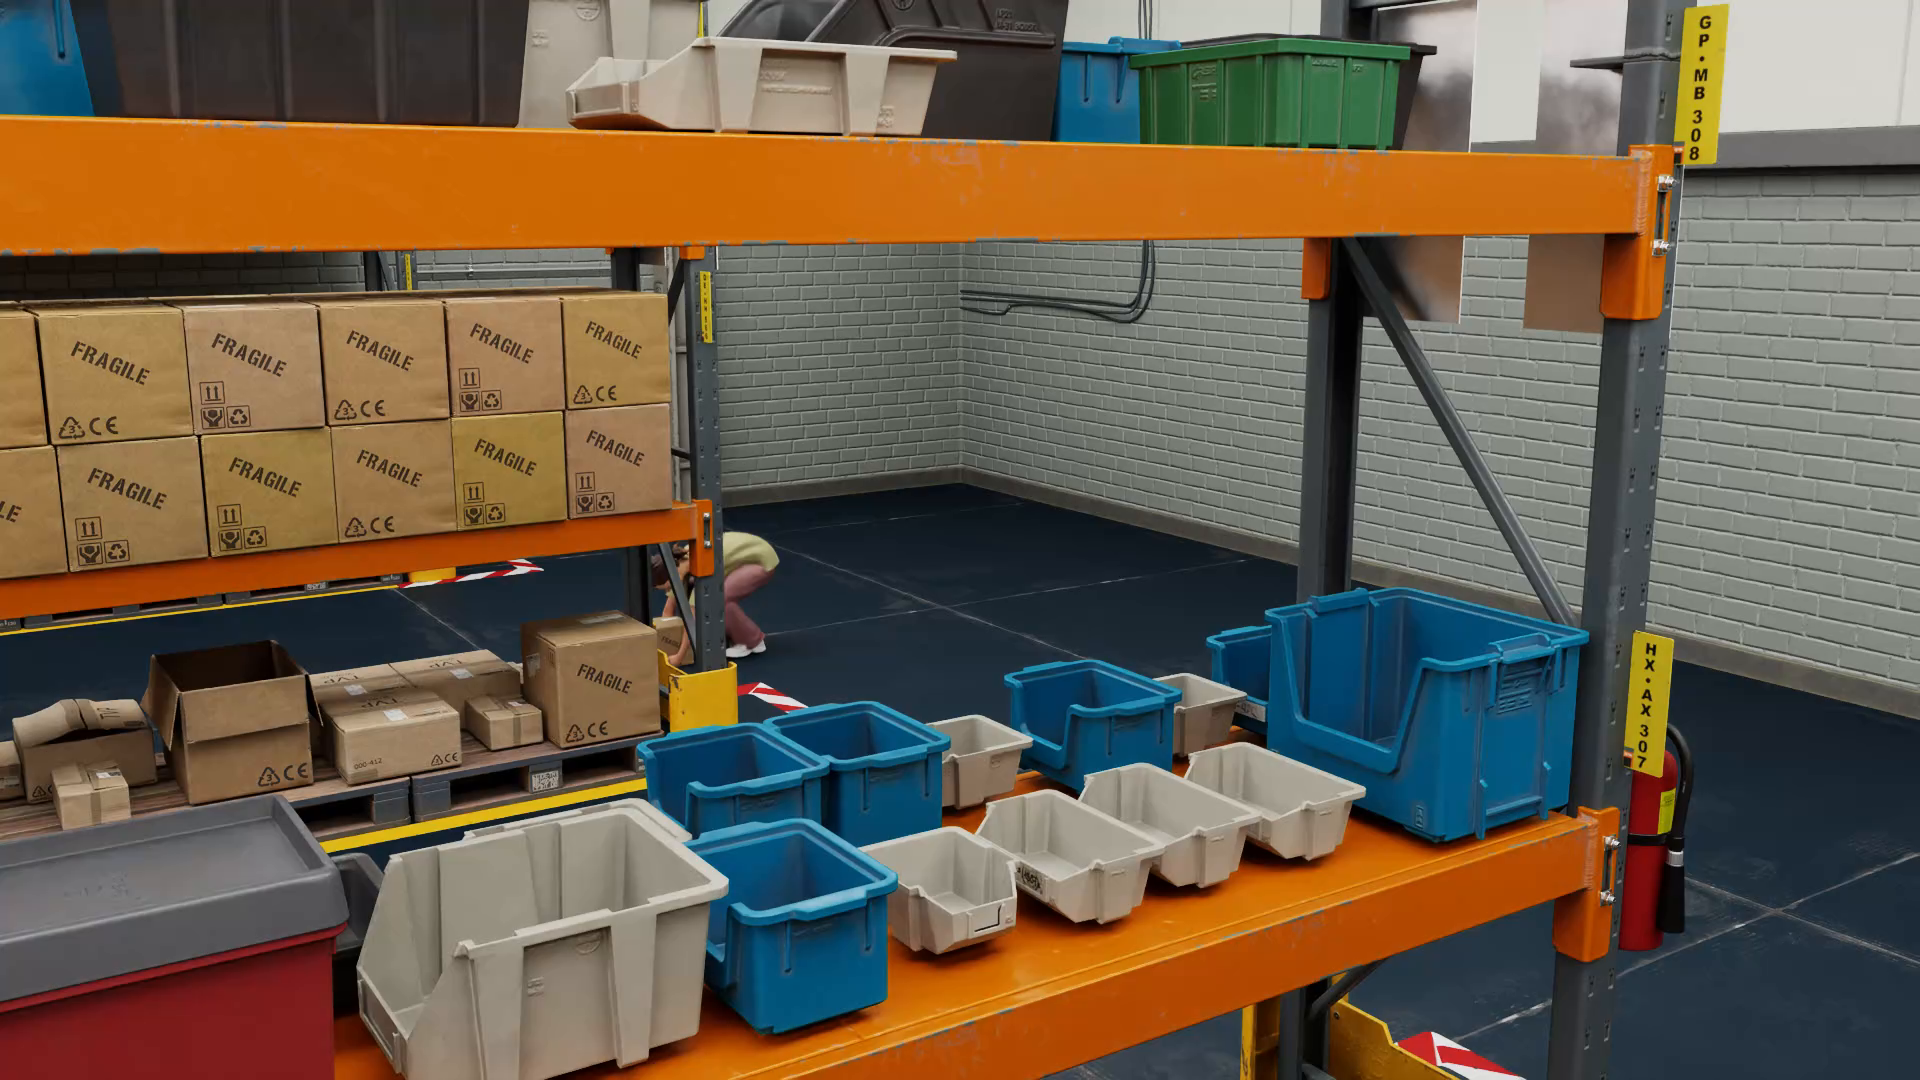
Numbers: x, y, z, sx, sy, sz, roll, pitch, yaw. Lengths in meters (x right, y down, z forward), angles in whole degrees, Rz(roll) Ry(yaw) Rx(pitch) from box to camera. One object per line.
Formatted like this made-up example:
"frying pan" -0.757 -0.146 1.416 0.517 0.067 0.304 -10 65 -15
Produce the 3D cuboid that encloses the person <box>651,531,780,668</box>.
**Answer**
"person" -1.512 0.350 10.117 0.867 0.756 0.463 -8 14 -34
